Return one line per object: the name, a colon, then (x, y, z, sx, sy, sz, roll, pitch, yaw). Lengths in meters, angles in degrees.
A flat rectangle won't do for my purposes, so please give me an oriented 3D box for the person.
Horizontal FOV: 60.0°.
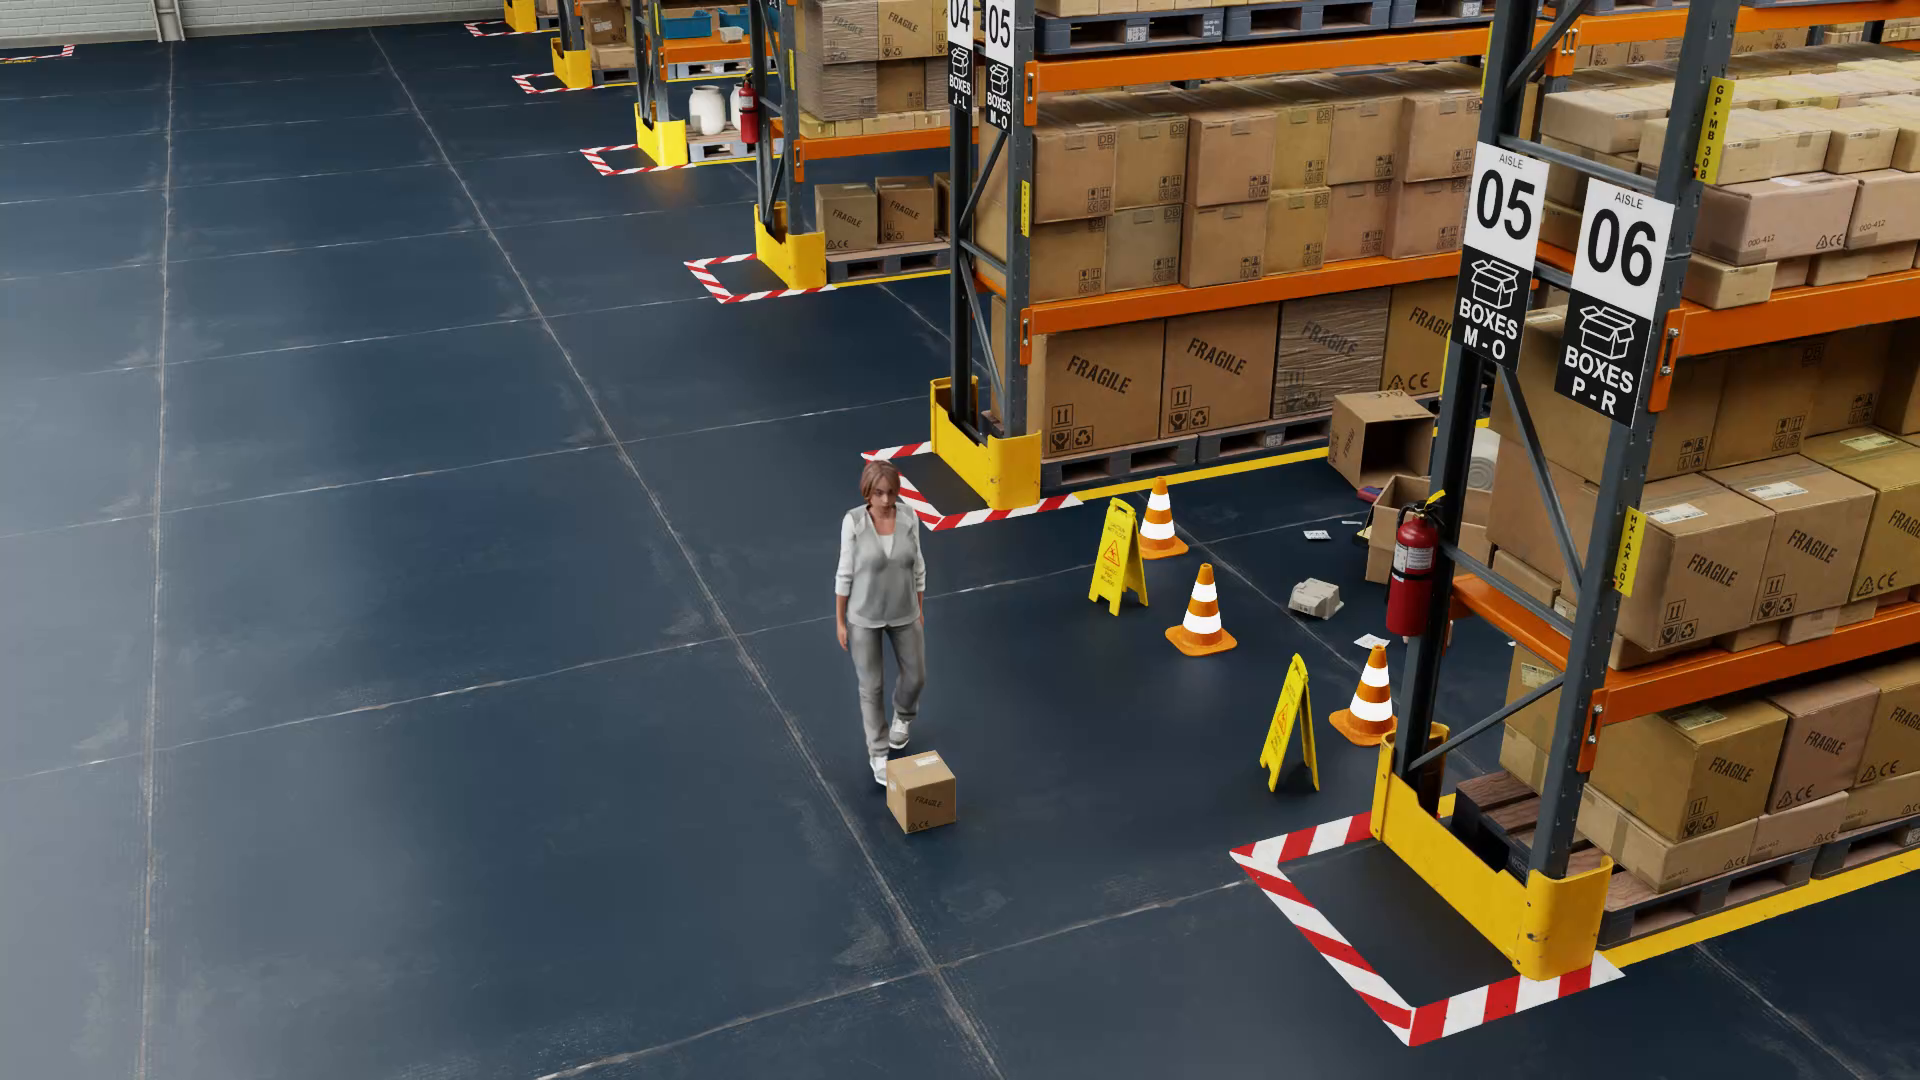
person: (-0.369, 0.365, 7.856, 0.446, 1.590, 0.530, -6, 27, -12)
